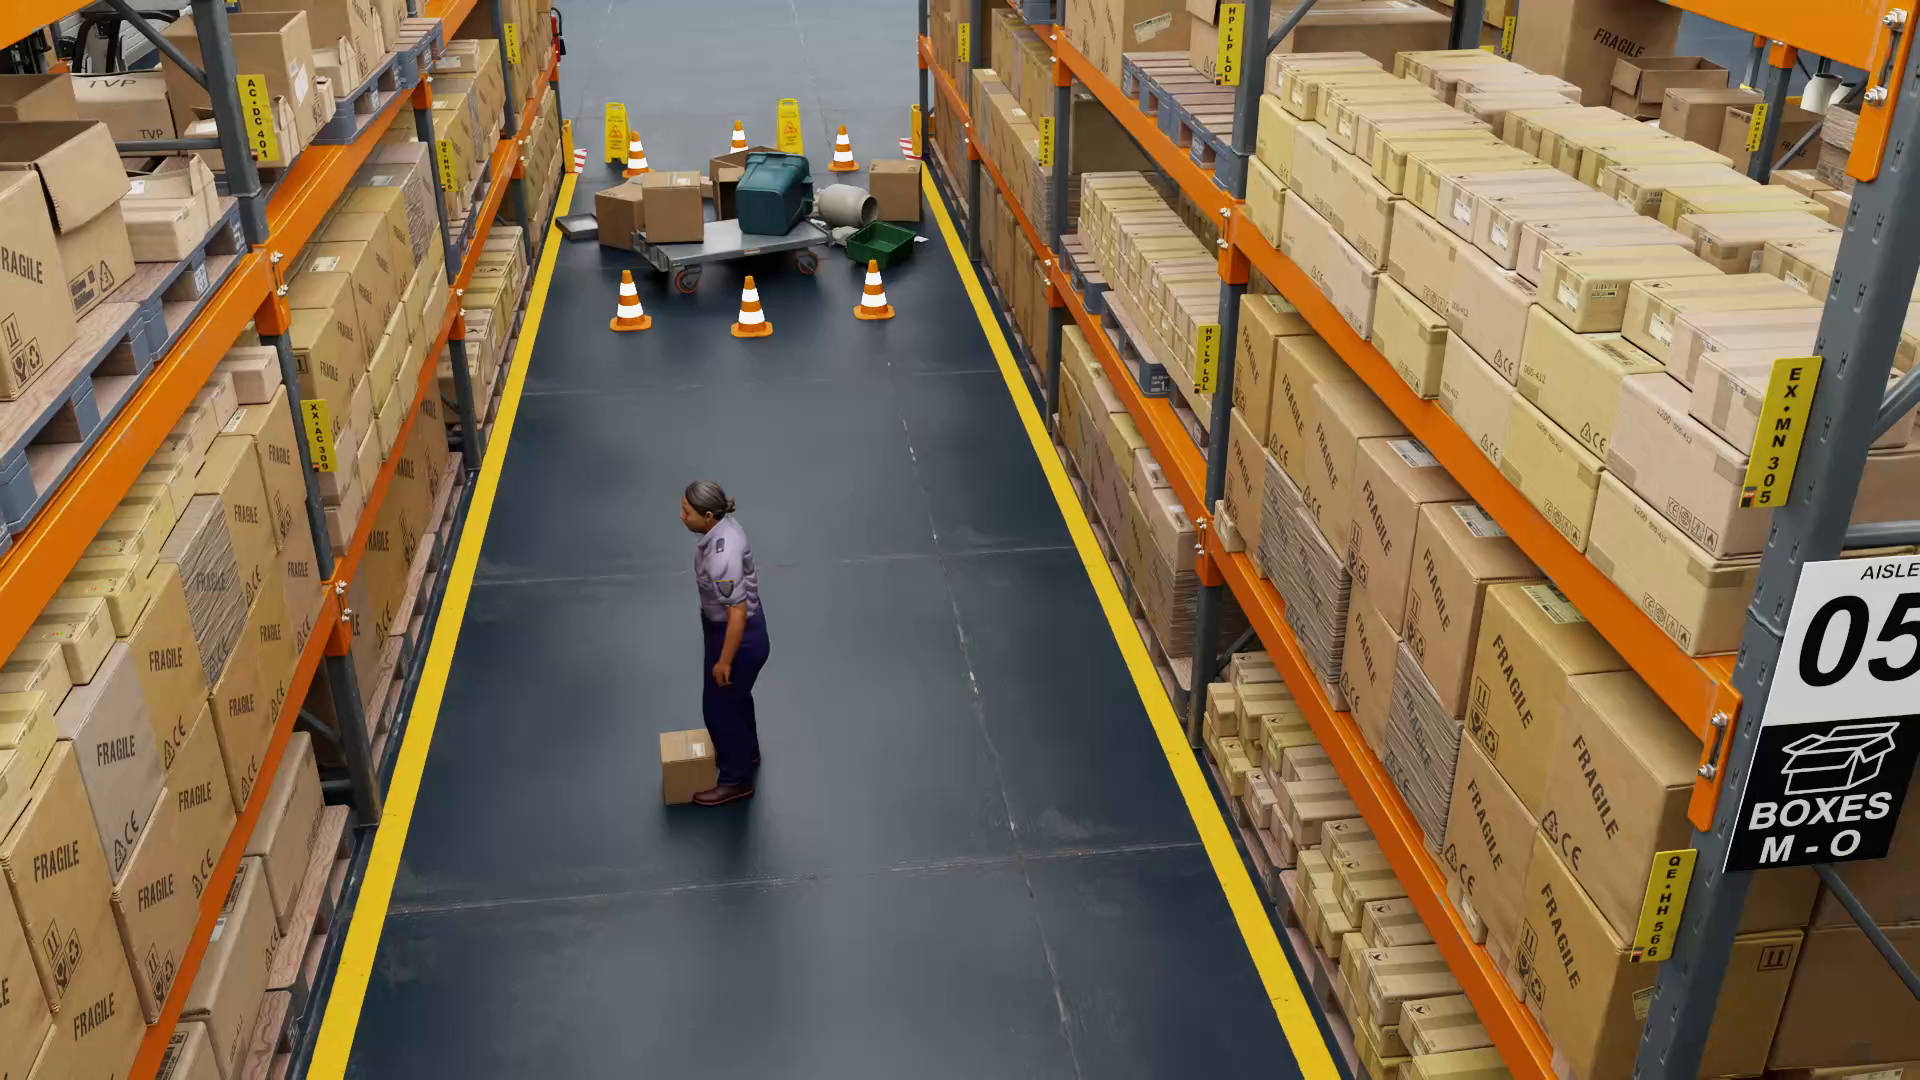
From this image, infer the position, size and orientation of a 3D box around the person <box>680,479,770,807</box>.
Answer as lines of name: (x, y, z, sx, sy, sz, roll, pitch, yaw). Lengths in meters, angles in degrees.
person: (-1.104, 0.454, 7.748, 0.418, 1.653, 0.562, -5, 28, -9)
